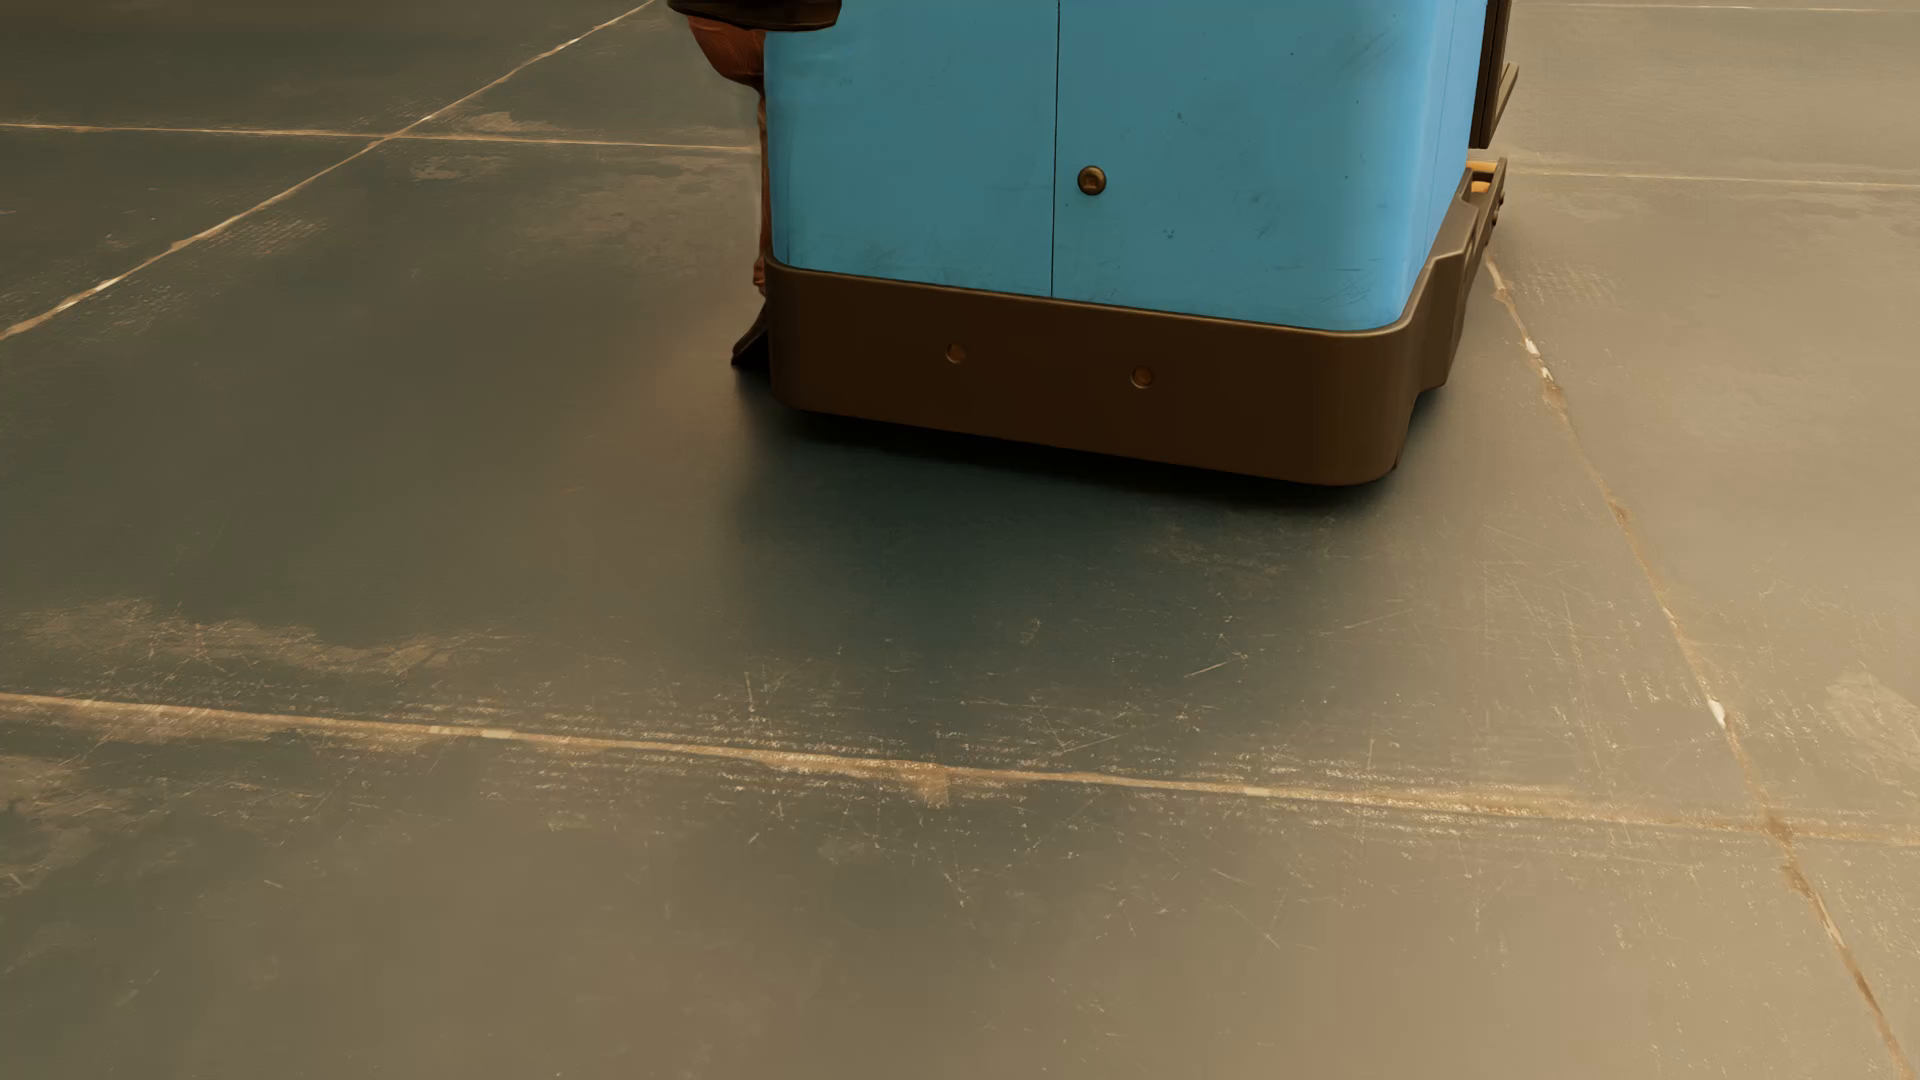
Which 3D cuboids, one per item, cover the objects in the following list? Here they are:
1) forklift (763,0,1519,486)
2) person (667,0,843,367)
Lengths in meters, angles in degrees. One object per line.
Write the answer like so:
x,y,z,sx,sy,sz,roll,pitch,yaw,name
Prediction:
0.671,-2.028,3.283,1.130,2.935,3.031,10,28,18,forklift
-0.137,-0.962,2.733,0.930,1.552,0.717,19,32,33,person
